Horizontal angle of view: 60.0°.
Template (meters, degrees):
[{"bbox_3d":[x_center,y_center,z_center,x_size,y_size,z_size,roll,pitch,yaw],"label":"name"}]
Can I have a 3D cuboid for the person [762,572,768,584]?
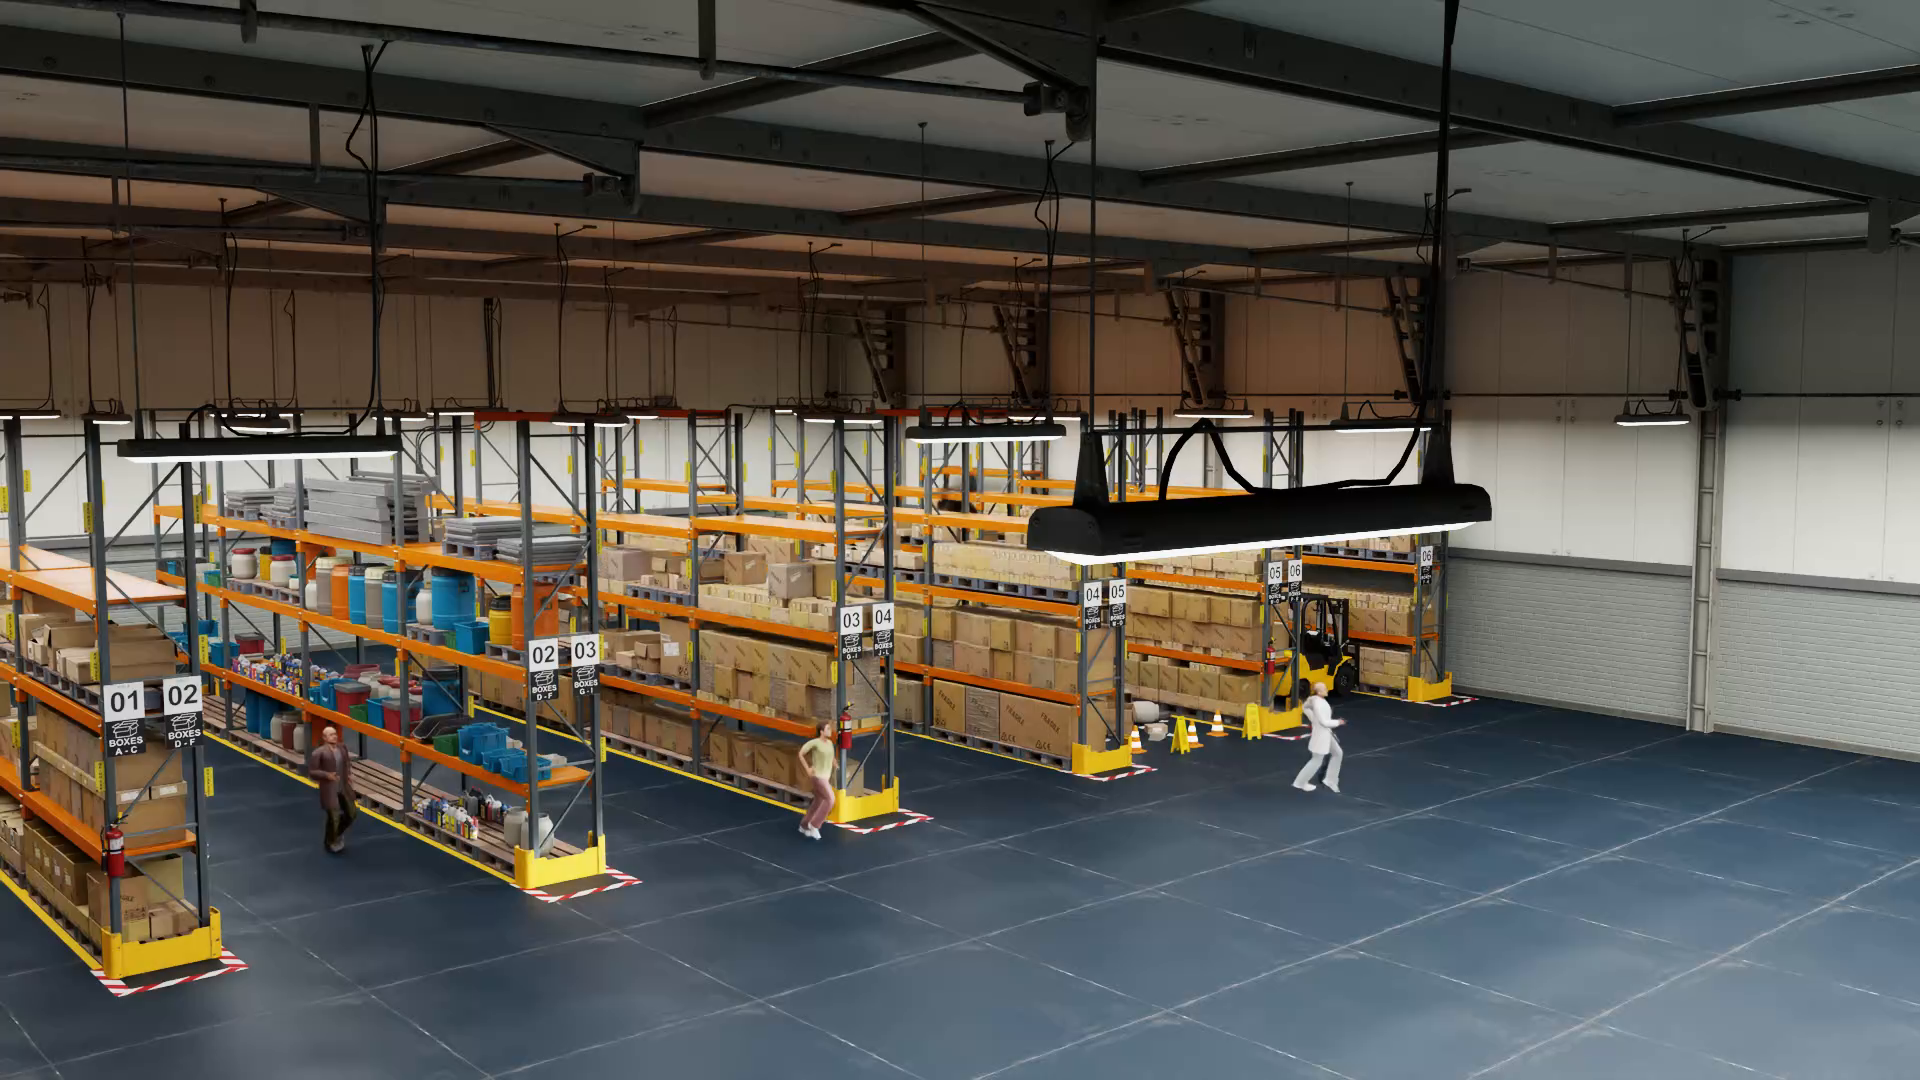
[{"bbox_3d":[-5.226,1.578,44.472,0.558,1.707,0.697,-1,5,-16],"label":"person"}]

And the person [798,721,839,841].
[{"bbox_3d":[-1.999,3.420,23.833,0.608,1.656,0.590,2,6,26],"label":"person"}]

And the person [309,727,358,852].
[{"bbox_3d":[-8.579,3.440,22.917,0.634,1.733,0.698,4,6,37],"label":"person"}]

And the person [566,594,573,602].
[{"bbox_3d":[-9.059,2.103,38.408,0.729,1.729,0.570,-2,5,-19],"label":"person"}]

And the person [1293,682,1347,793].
[{"bbox_3d":[5.720,3.154,26.409,0.827,1.820,0.723,1,5,12],"label":"person"}]
